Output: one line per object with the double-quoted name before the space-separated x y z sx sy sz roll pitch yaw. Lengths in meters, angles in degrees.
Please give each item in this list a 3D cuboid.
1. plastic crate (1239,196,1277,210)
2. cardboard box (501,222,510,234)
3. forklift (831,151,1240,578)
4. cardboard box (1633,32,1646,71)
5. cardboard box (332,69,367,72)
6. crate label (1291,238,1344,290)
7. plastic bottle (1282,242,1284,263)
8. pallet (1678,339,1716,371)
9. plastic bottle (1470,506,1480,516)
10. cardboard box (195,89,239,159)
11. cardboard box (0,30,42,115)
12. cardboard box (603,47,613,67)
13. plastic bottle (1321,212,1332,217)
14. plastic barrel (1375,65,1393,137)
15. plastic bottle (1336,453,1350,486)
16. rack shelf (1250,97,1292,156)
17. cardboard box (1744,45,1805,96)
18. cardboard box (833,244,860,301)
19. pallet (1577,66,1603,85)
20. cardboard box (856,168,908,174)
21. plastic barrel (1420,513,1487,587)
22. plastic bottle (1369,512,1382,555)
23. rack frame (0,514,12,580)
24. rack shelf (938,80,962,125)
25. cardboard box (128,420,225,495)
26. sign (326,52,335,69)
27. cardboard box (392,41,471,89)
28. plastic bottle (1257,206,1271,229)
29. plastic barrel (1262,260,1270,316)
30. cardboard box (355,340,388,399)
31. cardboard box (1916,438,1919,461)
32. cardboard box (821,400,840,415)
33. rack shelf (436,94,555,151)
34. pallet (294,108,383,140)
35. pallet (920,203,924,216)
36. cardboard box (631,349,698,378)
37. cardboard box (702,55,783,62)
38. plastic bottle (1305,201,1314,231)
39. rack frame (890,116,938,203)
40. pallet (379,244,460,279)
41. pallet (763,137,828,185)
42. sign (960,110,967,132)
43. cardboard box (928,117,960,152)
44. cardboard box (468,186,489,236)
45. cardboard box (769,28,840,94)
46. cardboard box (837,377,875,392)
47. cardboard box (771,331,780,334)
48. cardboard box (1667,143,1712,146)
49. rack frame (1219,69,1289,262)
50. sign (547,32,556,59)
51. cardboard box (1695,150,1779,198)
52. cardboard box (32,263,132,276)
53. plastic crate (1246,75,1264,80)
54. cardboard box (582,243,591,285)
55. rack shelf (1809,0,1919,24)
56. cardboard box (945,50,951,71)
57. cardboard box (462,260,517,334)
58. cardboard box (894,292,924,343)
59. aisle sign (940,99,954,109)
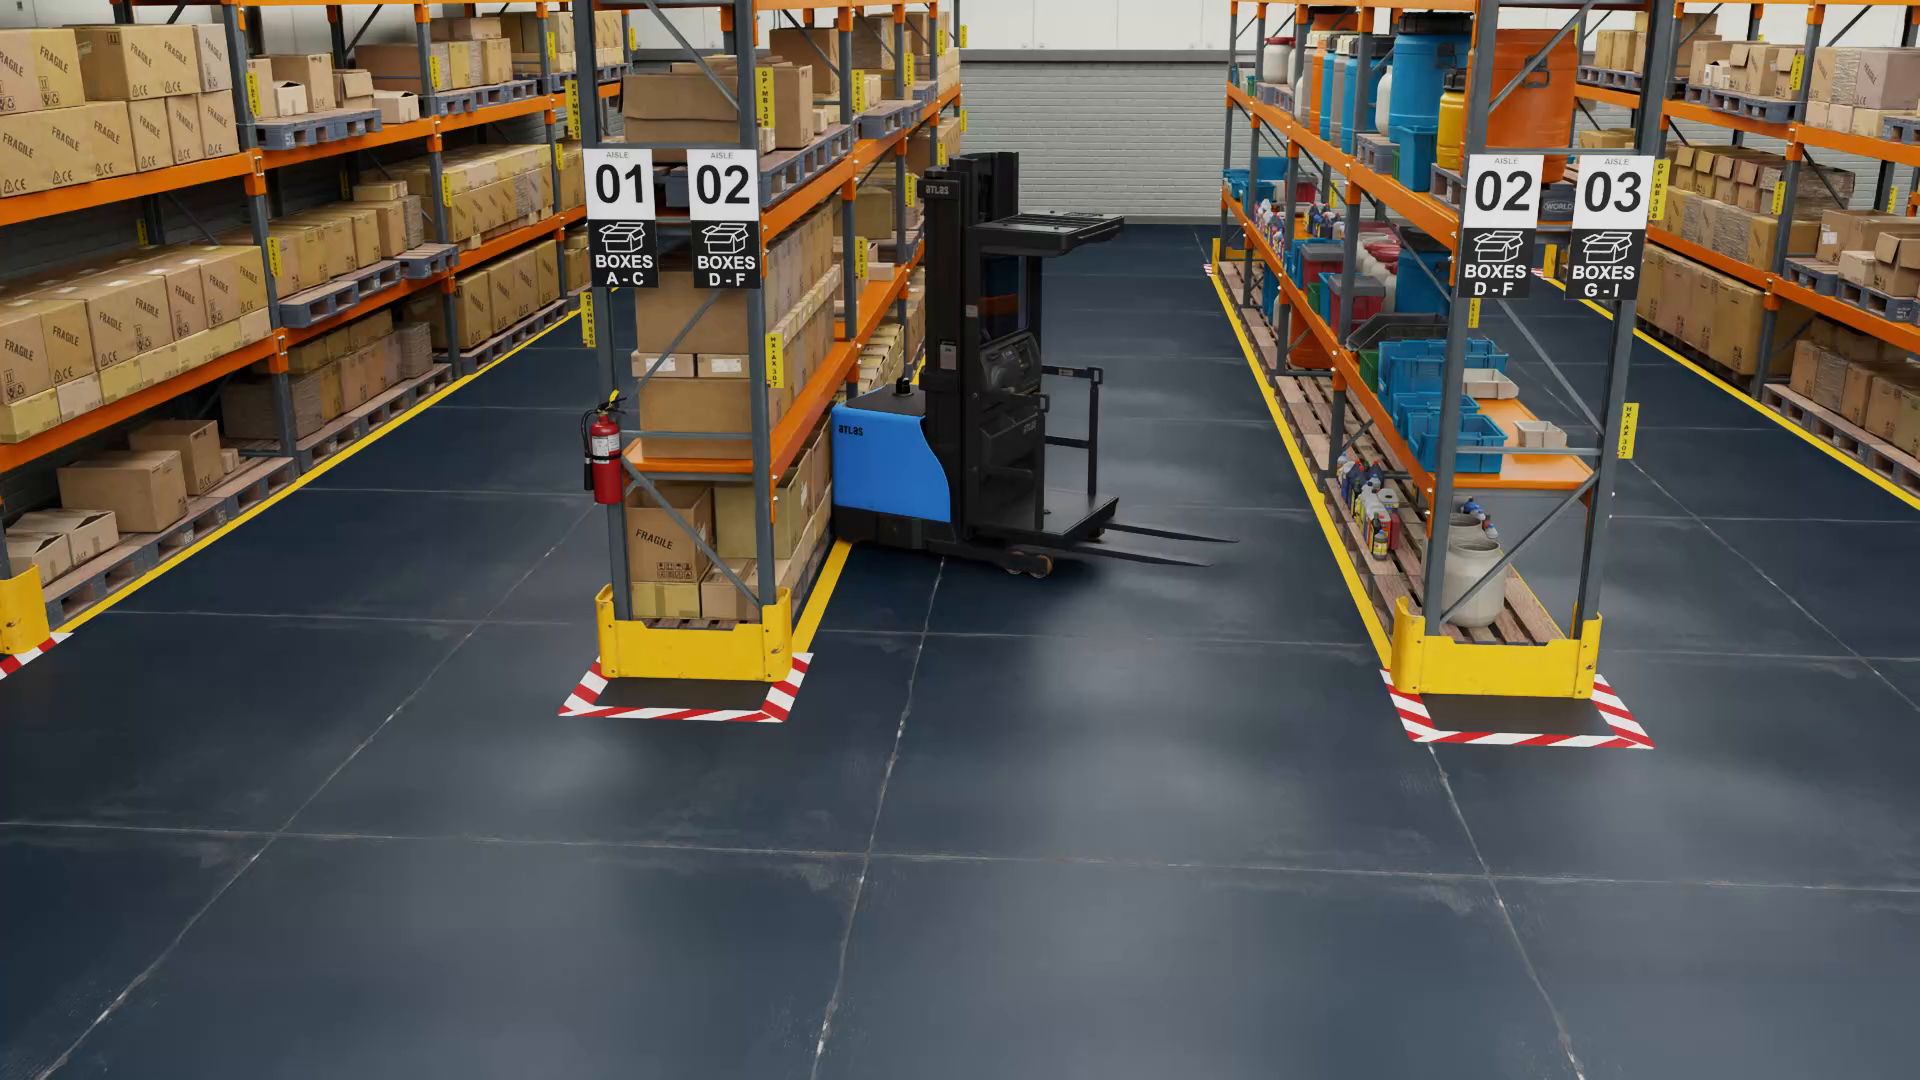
"plastic crate" 3.964 -4.490 22.153 0.437 0.125 0.590 1 18 4
"cardboard box" -5.637 -3.762 19.959 0.380 0.149 0.250 2 18 6
"forklift" 0.557 -1.305 12.198 3.031 2.935 1.130 9 20 25
"cardboard box" 9.311 -6.418 21.880 0.700 0.500 0.500 2 18 6
"cardboard box" -6.297 -4.481 16.771 0.500 0.500 0.500 1 18 4
"crate label" 3.524 -2.710 16.320 0.502 0.435 0.616 1 18 4
"plastic bottle" 3.469 -3.076 17.680 0.061 0.283 0.133 1 18 4
"pallet" 9.027 -2.181 19.241 1.003 0.211 1.213 1 18 4
"plastic bottle" 3.764 -0.118 12.139 0.097 0.271 0.097 0 18 0
"cardboard box" -6.093 -3.294 13.149 0.500 0.500 0.500 2 18 5
"cardboard box" -6.233 -2.959 10.520 0.500 0.500 0.500 1 18 3
"cardboard box" -5.267 -6.908 23.776 0.500 0.250 0.500 1 18 2
"plastic bottle" 4.384 -3.780 19.840 0.152 0.276 0.135 1 18 4
"plastic barrel" 3.352 -3.302 12.513 0.421 0.512 0.421 0 18 0
"plastic bottle" 3.118 -0.577 13.542 0.097 0.271 0.097 0 18 0
"rack shelf" 4.009 -4.701 18.790 1.077 0.370 4.000 1 18 4
"cardboard box" 8.752 -5.019 17.771 0.500 0.500 0.500 2 18 7
"cardboard box" -1.217 -2.470 15.484 0.500 0.500 0.500 1 18 4
"pallet" 9.336 -6.523 23.337 1.003 0.211 1.213 1 18 4
"cardboard box" -1.031 -4.240 20.210 0.700 0.500 0.500 4 19 13
"plastic barrel" 3.299 0.110 11.092 0.421 0.512 0.421 0 18 0
"plastic bottle" 2.976 -0.046 11.903 0.061 0.283 0.133 2 18 5
"rack frame" -6.590 -0.732 10.341 1.000 3.000 0.127 1 18 4
"rack shelf" -0.645 -6.055 22.922 1.077 0.370 4.000 1 18 4
"cardboard box" -6.337 -0.673 13.467 0.500 0.500 0.500 0 18 0
"sign" -6.569 -4.941 17.410 0.100 0.325 0.005 1 18 4
"cardboard box" -6.000 -5.388 18.866 0.700 0.500 0.500 2 18 7
"plastic bottle" 3.713 -3.930 20.300 0.152 0.276 0.135 1 18 4
"plastic barrel" 4.096 -3.272 20.787 0.600 0.901 0.708 1 18 4
"cardboard box" -6.176 -1.701 16.605 0.700 0.500 0.500 1 18 4
"cardboard box" 8.584 -0.854 14.021 0.700 0.500 0.500 0 18 0
"cardboard box" -1.224 -0.811 13.117 0.500 0.500 0.500 1 18 4
"rack shelf" -5.873 -4.922 19.464 1.077 0.370 4.000 1 18 4
"pallet" -6.081 -3.823 15.256 1.213 0.211 1.003 1 18 4
"pallet" -0.954 -4.013 20.661 1.003 0.211 1.213 1 18 4
"cardboard box" -1.811 -1.102 10.266 0.380 0.149 0.250 1 18 3
"cardboard box" -1.661 -3.454 12.769 0.500 0.500 0.500 3 18 8
"plastic bottle" 4.269 -3.925 20.164 0.144 0.351 0.185 1 18 4
"rack frame" -0.788 -4.350 21.381 1.000 3.000 0.127 1 18 4
"pallet" -5.961 -2.902 17.271 1.213 0.211 1.003 1 18 4
"pallet" -1.487 -2.605 11.382 1.003 0.211 1.213 1 18 4
"sign" 0.051 -6.274 24.886 0.100 0.325 0.005 1 18 4
"cardboard box" -0.259 -5.971 24.561 0.500 0.500 0.500 1 18 3
"cardboard box" -5.679 -3.723 18.798 0.500 0.500 0.500 2 18 6
"cardboard box" -1.278 -3.966 13.755 0.500 0.500 0.500 2 18 5
"cardboard box" -1.043 -1.303 14.923 0.500 0.311 0.500 1 18 3
"cardboard box" -1.370 -1.255 10.735 0.380 0.149 0.250 1 18 4
"cardboard box" 9.425 -4.850 21.466 0.500 0.500 0.500 1 18 4
"rack frame" 4.439 -5.481 24.832 1.000 3.000 0.127 1 18 4
"sign" -5.188 -6.271 21.091 0.100 0.325 0.005 1 18 4
"cardboard box" 8.994 -4.240 19.275 0.797 0.503 0.637 1 18 5
"cardboard box" -6.627 -1.813 12.643 0.500 0.500 0.500 2 18 5
"plastic crate" 3.899 -5.874 21.484 0.416 0.233 0.300 1 18 4
"cardboard box" -5.534 -3.857 23.217 0.700 0.500 0.500 1 18 3
"rack shelf" 8.662 -4.583 14.256 1.077 0.370 4.000 1 18 4
"cardboard box" -0.388 -6.553 22.725 0.500 0.250 0.500 1 18 4
"cardboard box" -5.763 -2.892 19.711 0.750 0.750 0.750 1 18 4
"cardboard box" -0.684 -2.582 19.294 0.500 0.500 0.500 1 18 3
"aisle sign" -0.191 -6.842 24.812 0.394 0.787 0.004 1 18 4
